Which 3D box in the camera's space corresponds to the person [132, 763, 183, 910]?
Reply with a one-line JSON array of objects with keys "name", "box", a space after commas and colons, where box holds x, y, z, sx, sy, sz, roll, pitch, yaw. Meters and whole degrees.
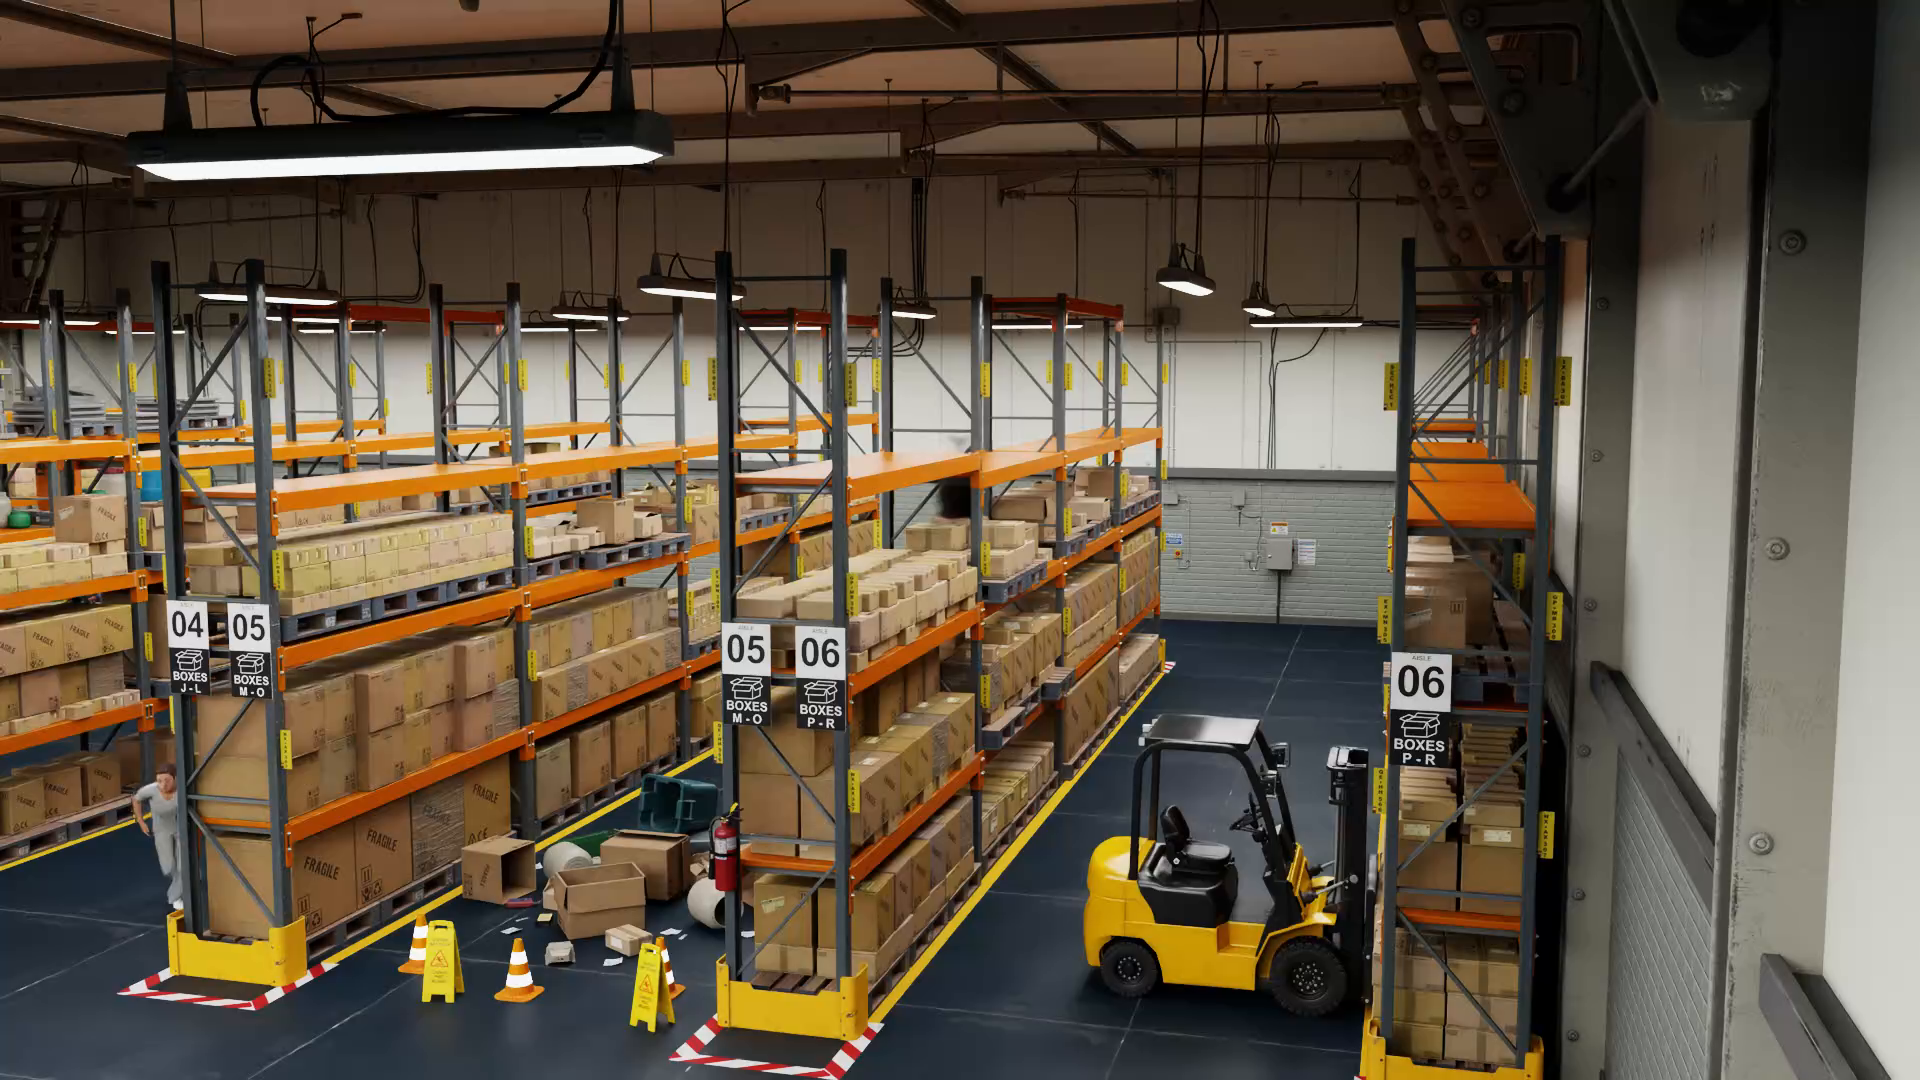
[{"name": "person", "box": [-7.498, 2.778, 15.753, 0.579, 1.486, 0.834, -2, 6, -20]}]
